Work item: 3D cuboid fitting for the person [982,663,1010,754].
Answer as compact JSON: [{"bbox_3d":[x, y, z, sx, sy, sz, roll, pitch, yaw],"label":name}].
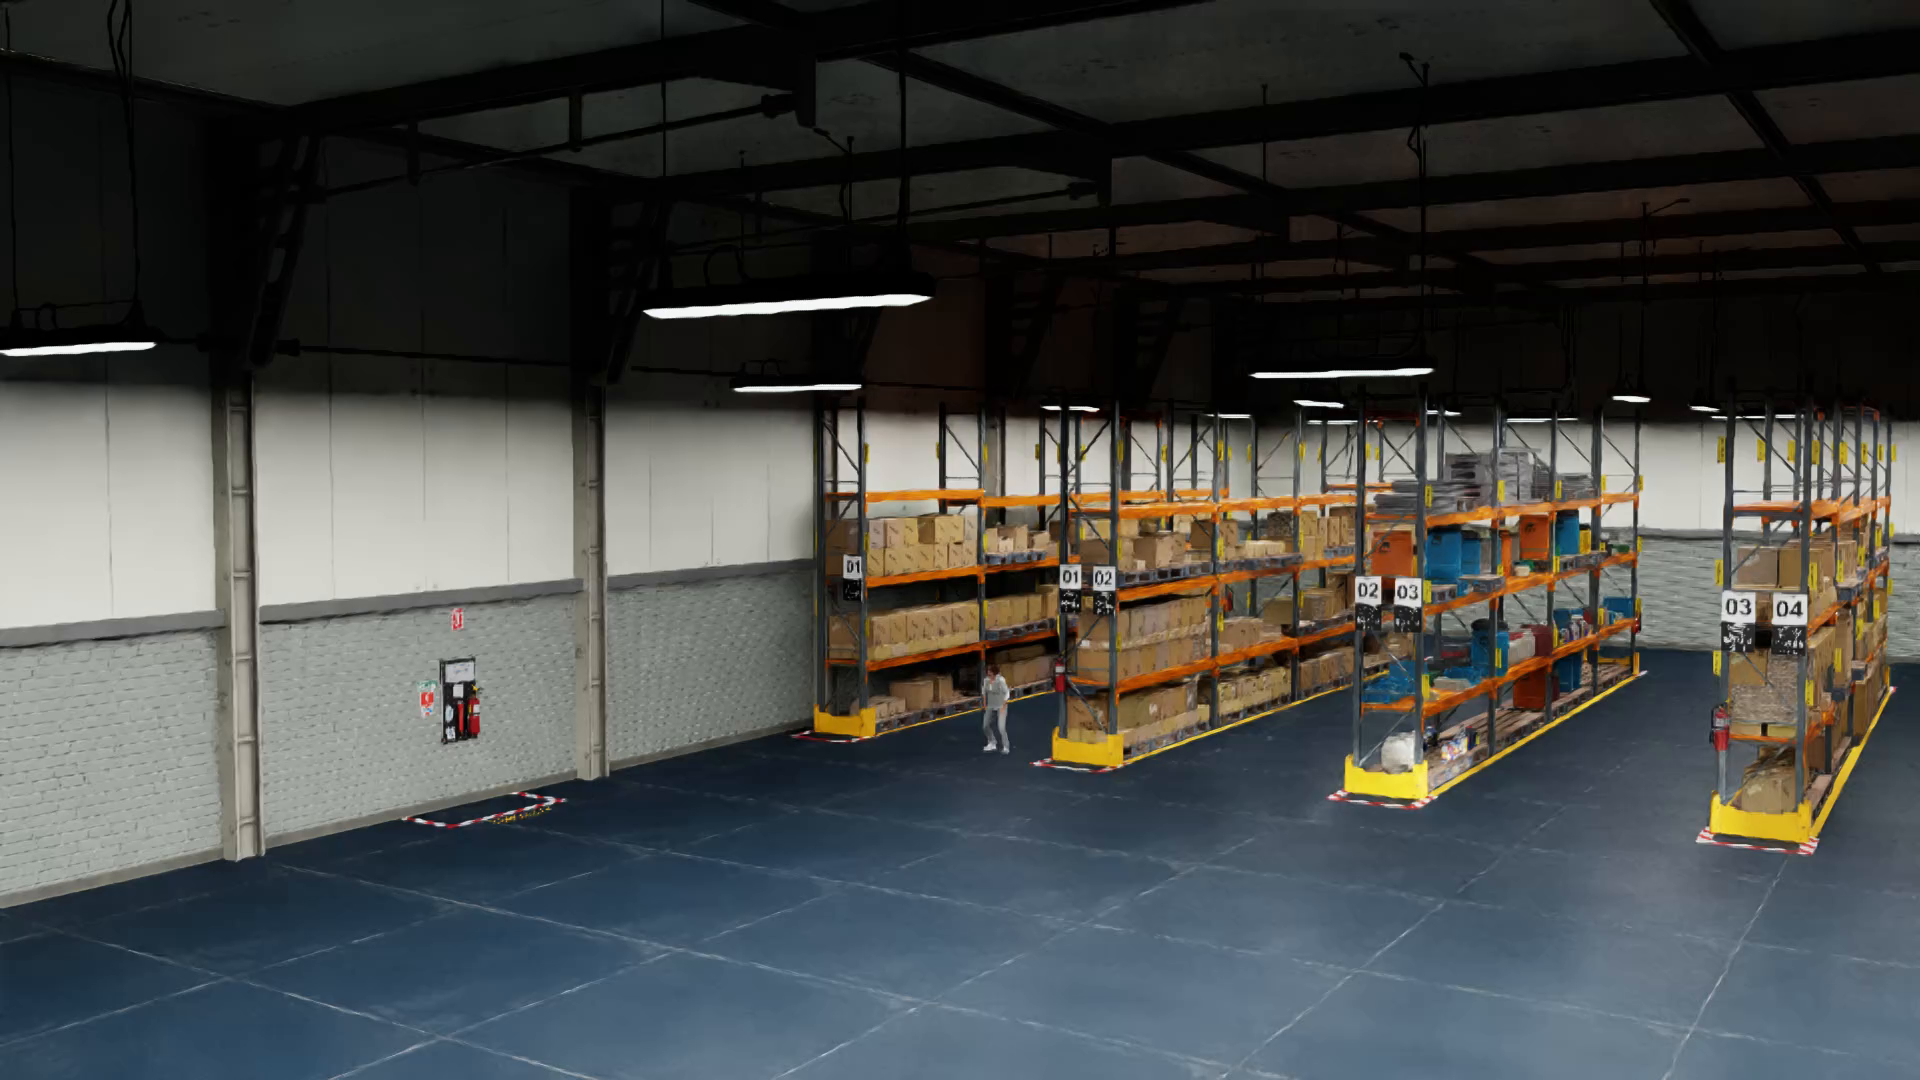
[{"bbox_3d":[0.598,2.787,27.640,0.566,1.541,0.519,2,3,31],"label":"person"}]
